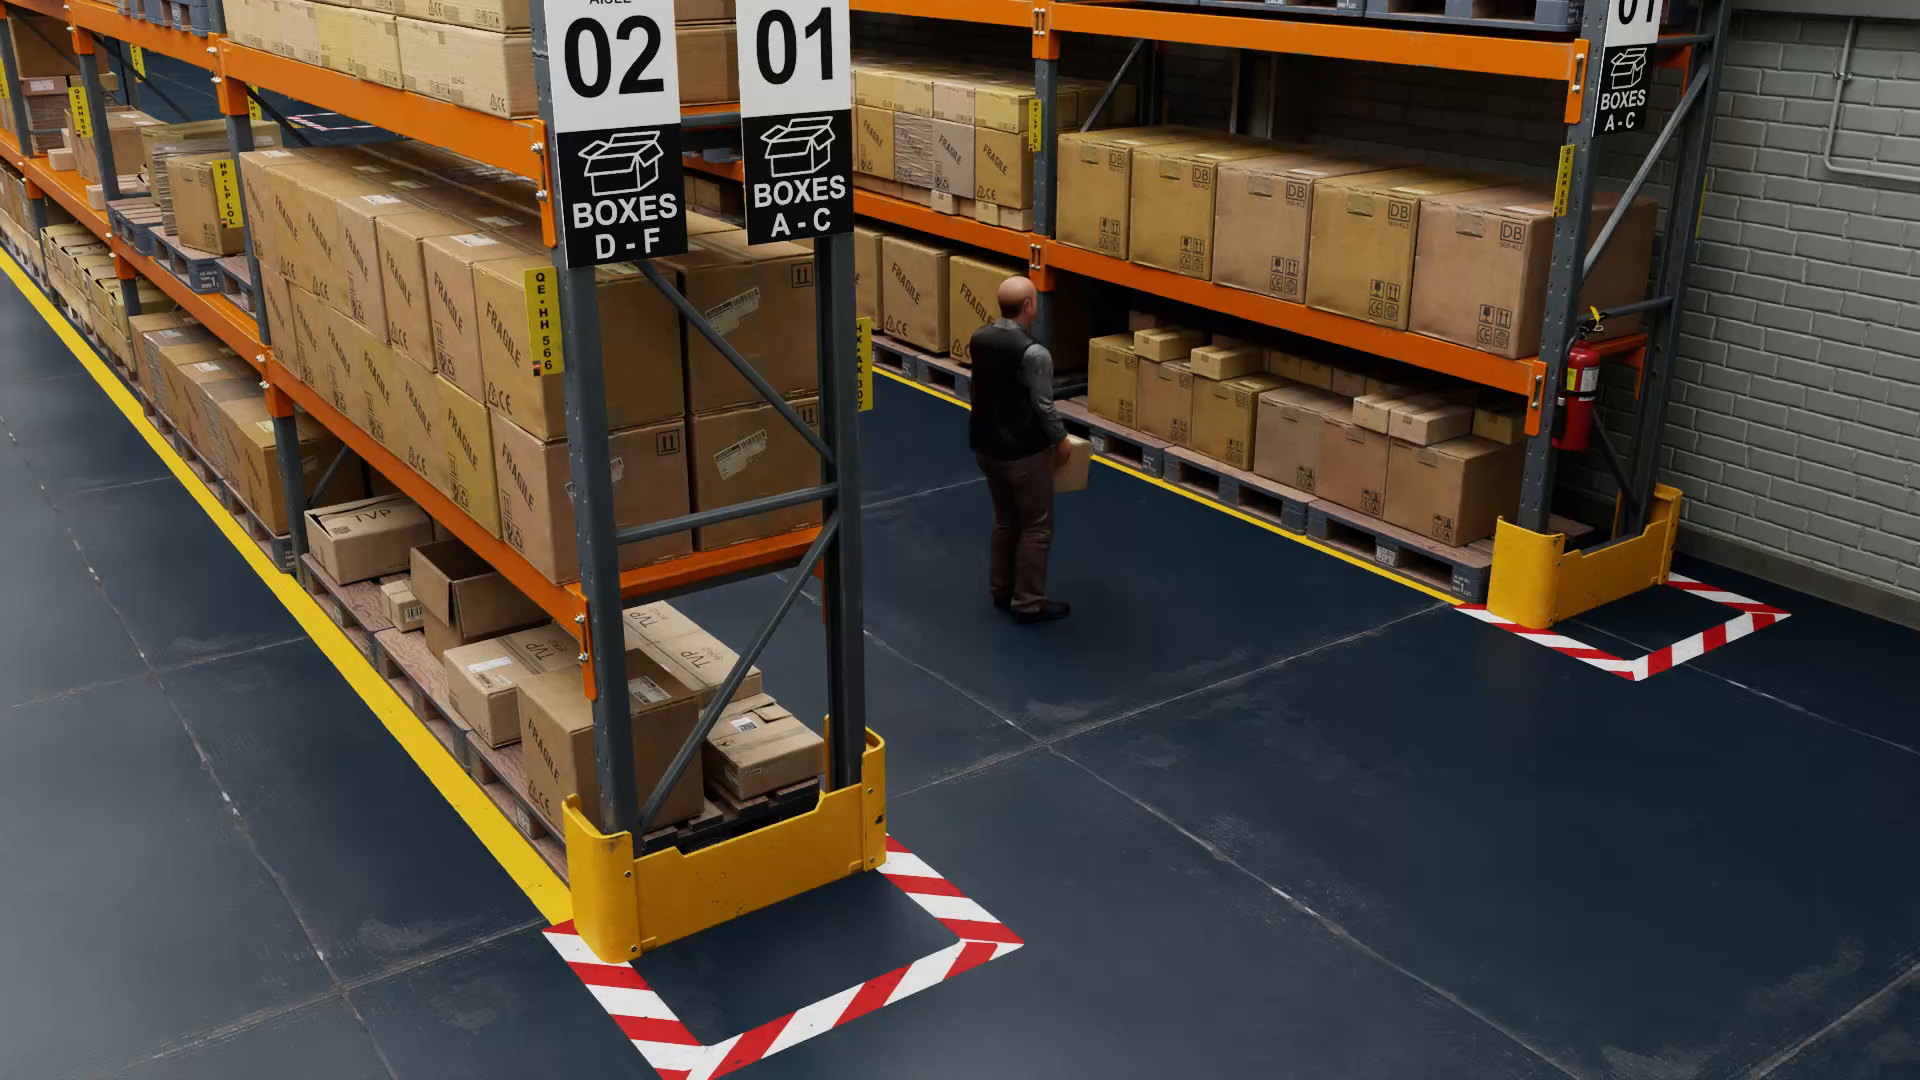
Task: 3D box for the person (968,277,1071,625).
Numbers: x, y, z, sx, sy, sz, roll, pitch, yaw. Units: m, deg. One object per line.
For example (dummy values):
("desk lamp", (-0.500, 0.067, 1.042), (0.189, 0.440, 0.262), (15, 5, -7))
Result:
("person", (0.285, -0.457, 8.285), (0.469, 1.727, 0.548), (-15, 26, -34))
